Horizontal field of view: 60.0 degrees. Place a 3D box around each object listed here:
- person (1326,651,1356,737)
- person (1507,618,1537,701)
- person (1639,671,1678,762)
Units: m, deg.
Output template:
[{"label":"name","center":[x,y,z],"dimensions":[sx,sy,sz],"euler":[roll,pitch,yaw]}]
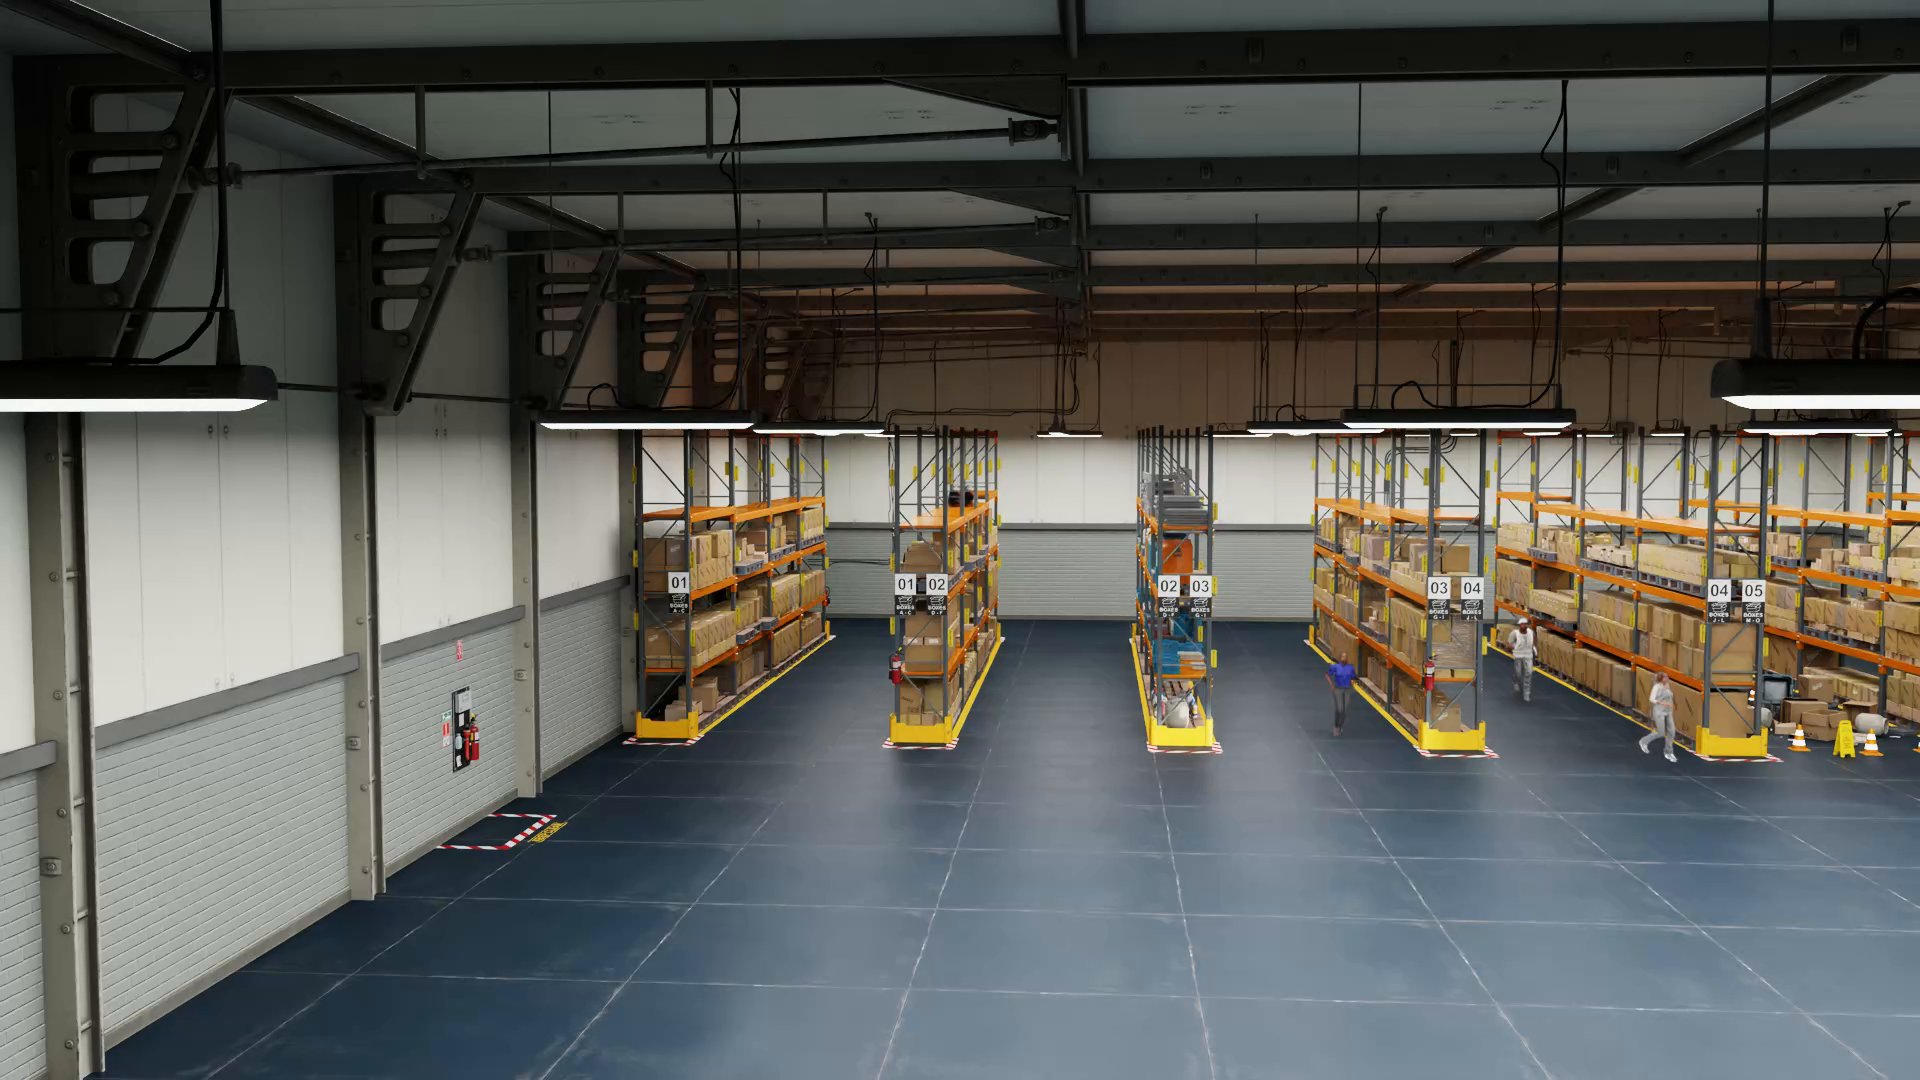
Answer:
[{"label":"person","center":[7.383,2.980,32.108],"dimensions":[0.550,1.674,0.682],"euler":[0,3,-3]},{"label":"person","center":[12.463,2.633,36.884],"dimensions":[0.715,1.829,0.948],"euler":[0,3,-1]},{"label":"person","center":[12.554,3.141,29.845],"dimensions":[0.540,1.612,0.713],"euler":[-2,4,-33]}]
